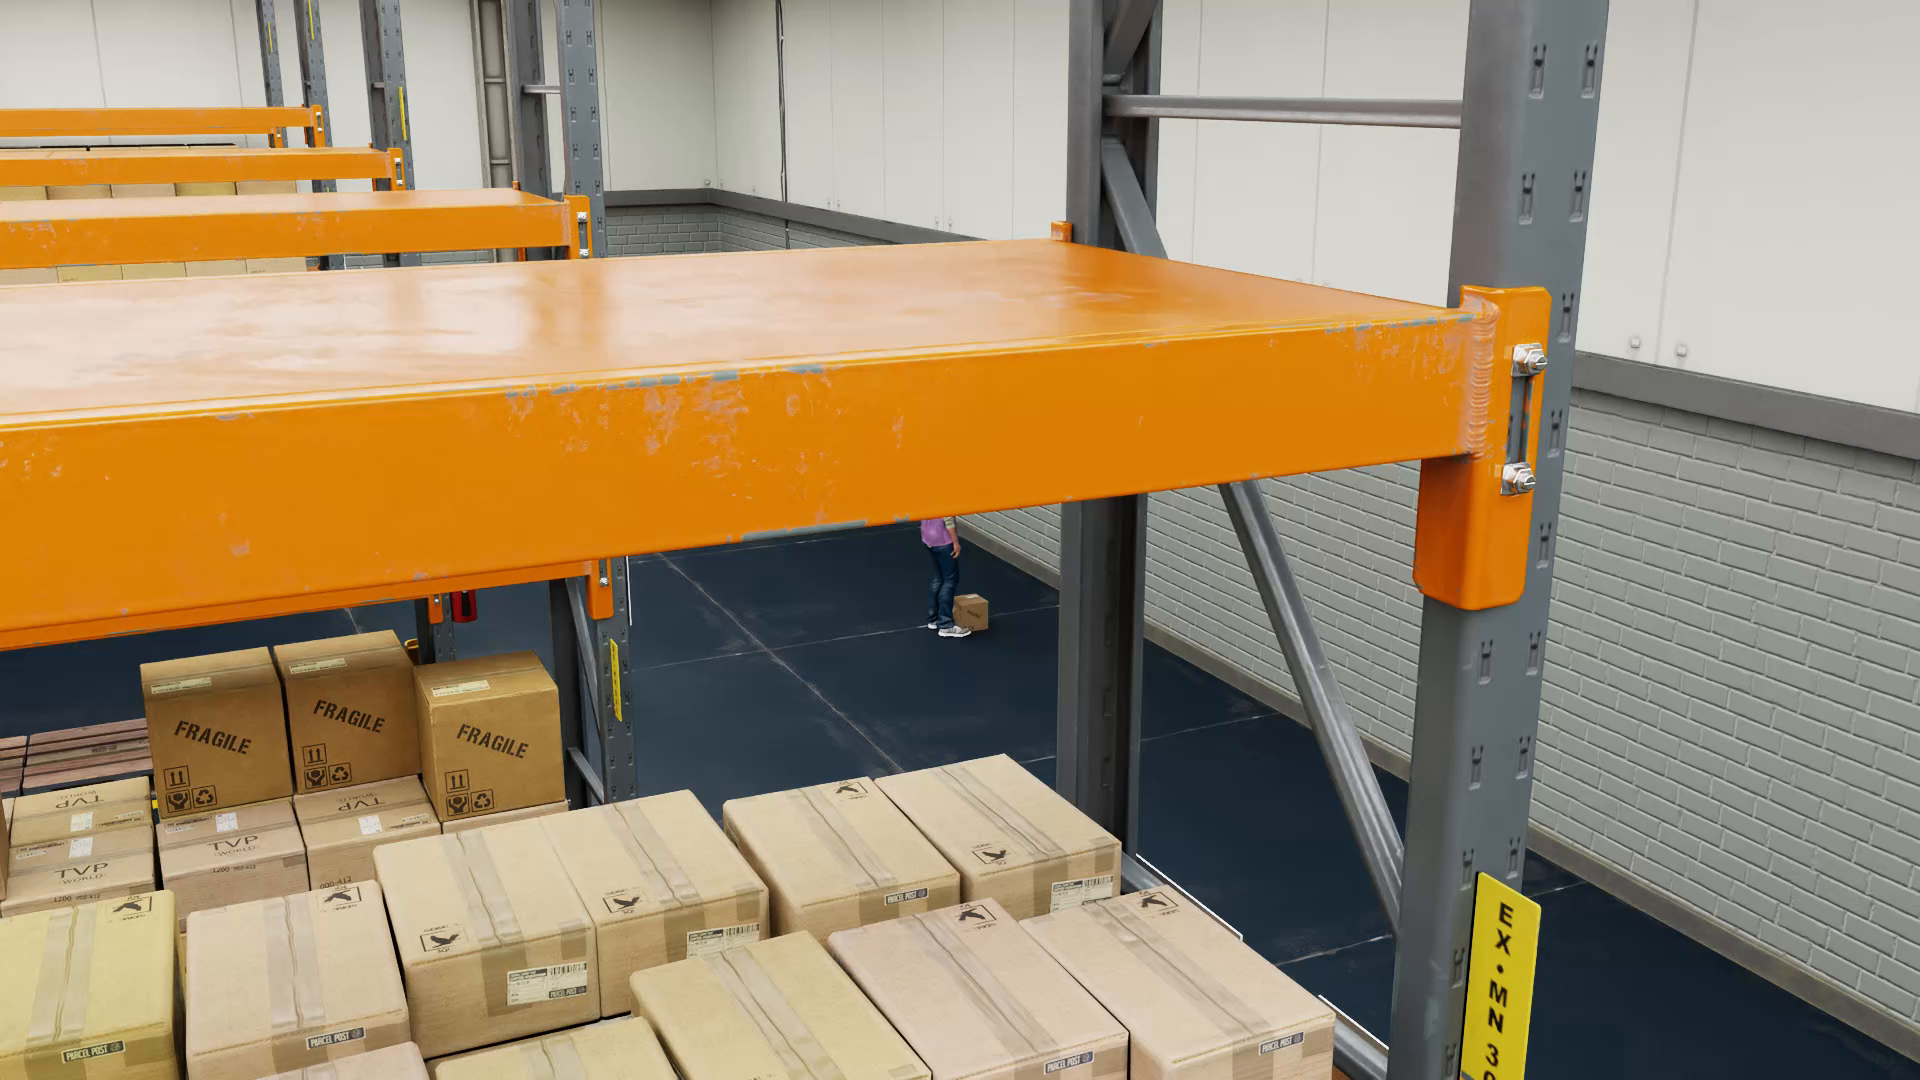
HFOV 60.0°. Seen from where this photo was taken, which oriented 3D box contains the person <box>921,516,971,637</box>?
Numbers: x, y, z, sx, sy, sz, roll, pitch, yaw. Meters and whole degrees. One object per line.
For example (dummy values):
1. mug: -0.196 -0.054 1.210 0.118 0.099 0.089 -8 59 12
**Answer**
1. person: -0.135 0.008 14.018 0.348 1.592 0.465 -6 17 -22
